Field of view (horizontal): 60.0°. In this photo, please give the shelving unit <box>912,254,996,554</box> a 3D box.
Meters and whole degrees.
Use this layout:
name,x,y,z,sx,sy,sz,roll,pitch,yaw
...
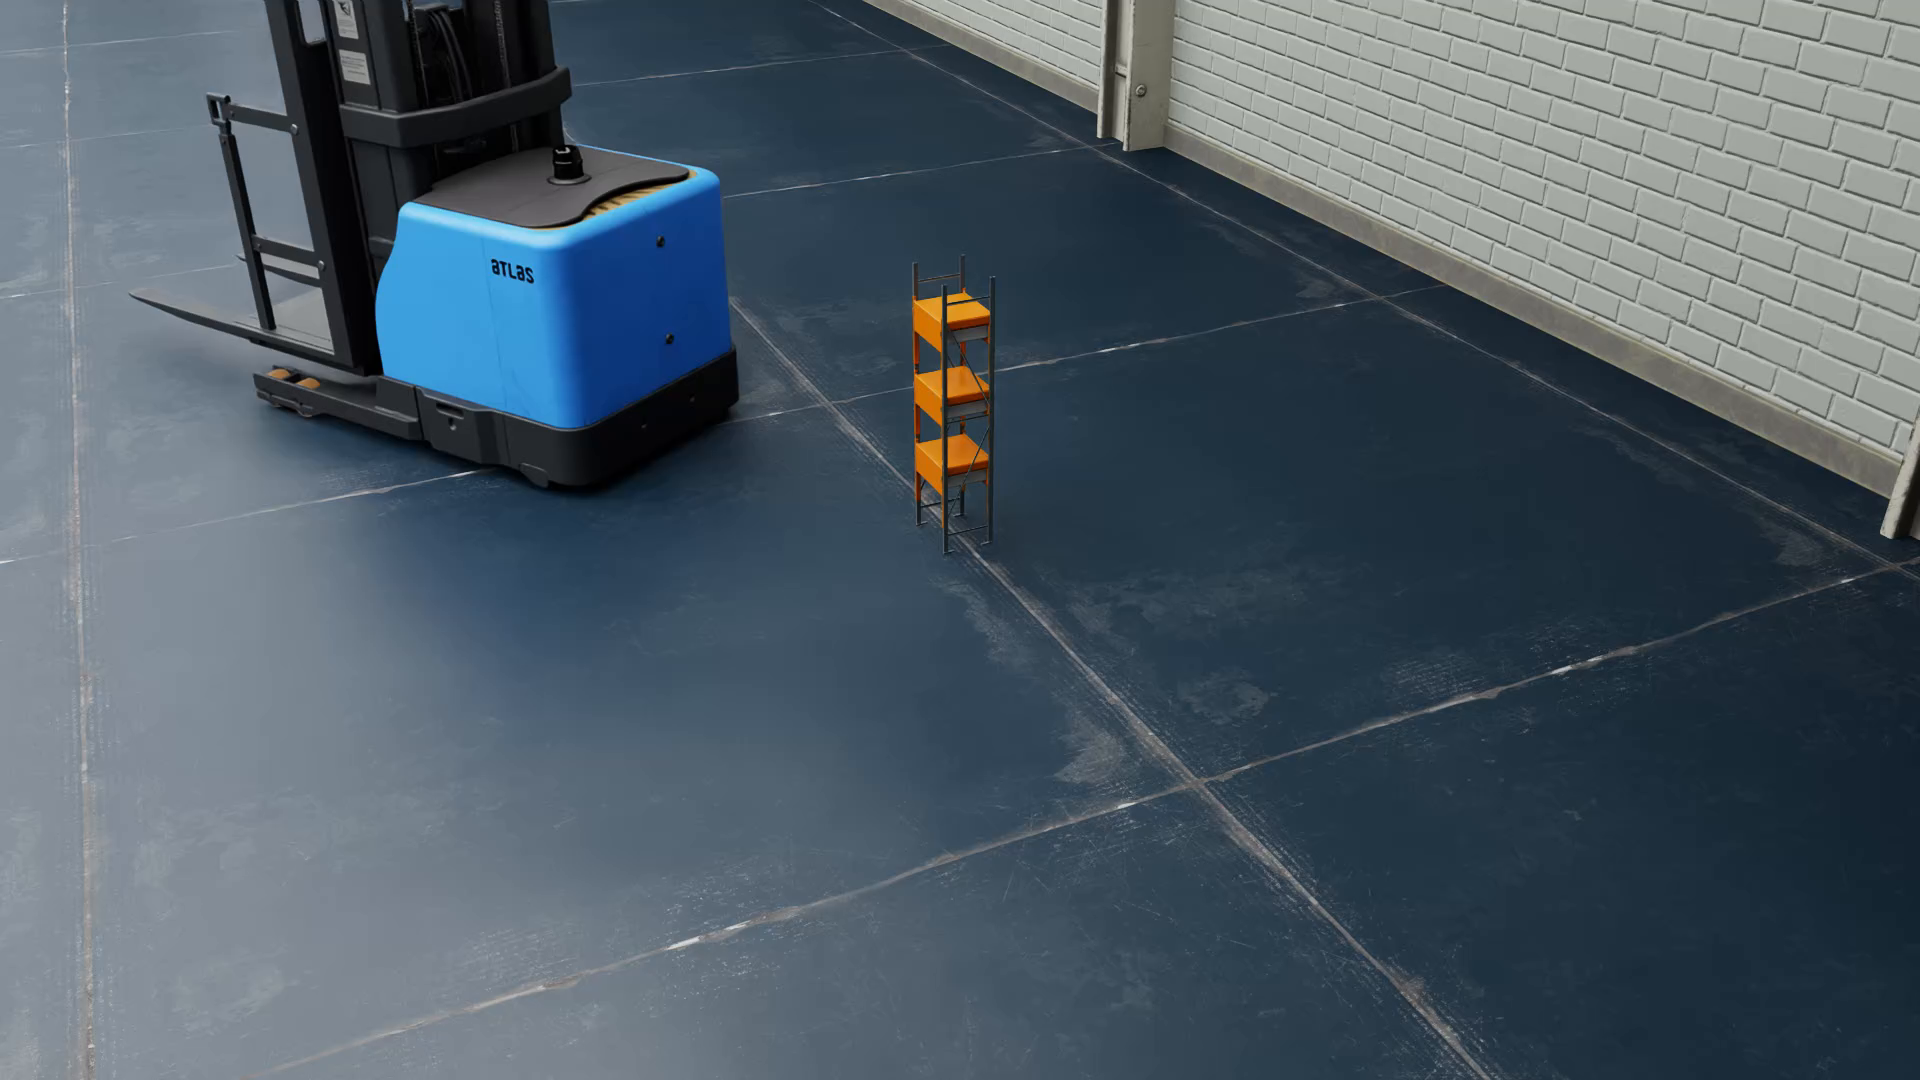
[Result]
name,x,y,z,sx,sy,sz,roll,pitch,yaw
shelving unit,-0.023,-0.482,6.035,0.215,1.050,0.252,-13,32,-22

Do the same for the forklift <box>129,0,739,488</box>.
name,x,y,z,sx,sy,sz,roll,pitch,yaw
forklift,-2.481,-2.011,6.839,3.031,2.935,1.130,17,33,27

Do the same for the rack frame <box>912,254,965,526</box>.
name,x,y,z,sx,sy,sz,roll,pitch,yaw
rack frame,-0.075,-0.535,6.131,0.200,1.050,0.008,-13,32,-22

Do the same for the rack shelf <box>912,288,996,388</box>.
name,x,y,z,sx,sy,sz,roll,pitch,yaw
rack shelf,-0.023,-0.720,5.902,0.215,0.259,0.240,-13,32,-22

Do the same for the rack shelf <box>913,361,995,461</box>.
name,x,y,z,sx,sy,sz,roll,pitch,yaw
rack shelf,-0.023,-0.472,6.041,0.215,0.259,0.240,-13,32,-22

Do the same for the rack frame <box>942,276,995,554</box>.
name,x,y,z,sx,sy,sz,roll,pitch,yaw
rack frame,0.029,-0.428,5.939,0.200,1.050,0.008,-13,32,-22

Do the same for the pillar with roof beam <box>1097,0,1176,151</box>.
name,x,y,z,sx,sy,sz,roll,pitch,yaw
pillar with roof beam,-2.759,-5.644,7.115,9.100,9.000,0.400,-13,32,-22

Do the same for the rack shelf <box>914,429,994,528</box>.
name,x,y,z,sx,sy,sz,roll,pitch,yaw
rack shelf,-0.023,-0.230,6.176,0.215,0.259,0.240,-13,32,-22
